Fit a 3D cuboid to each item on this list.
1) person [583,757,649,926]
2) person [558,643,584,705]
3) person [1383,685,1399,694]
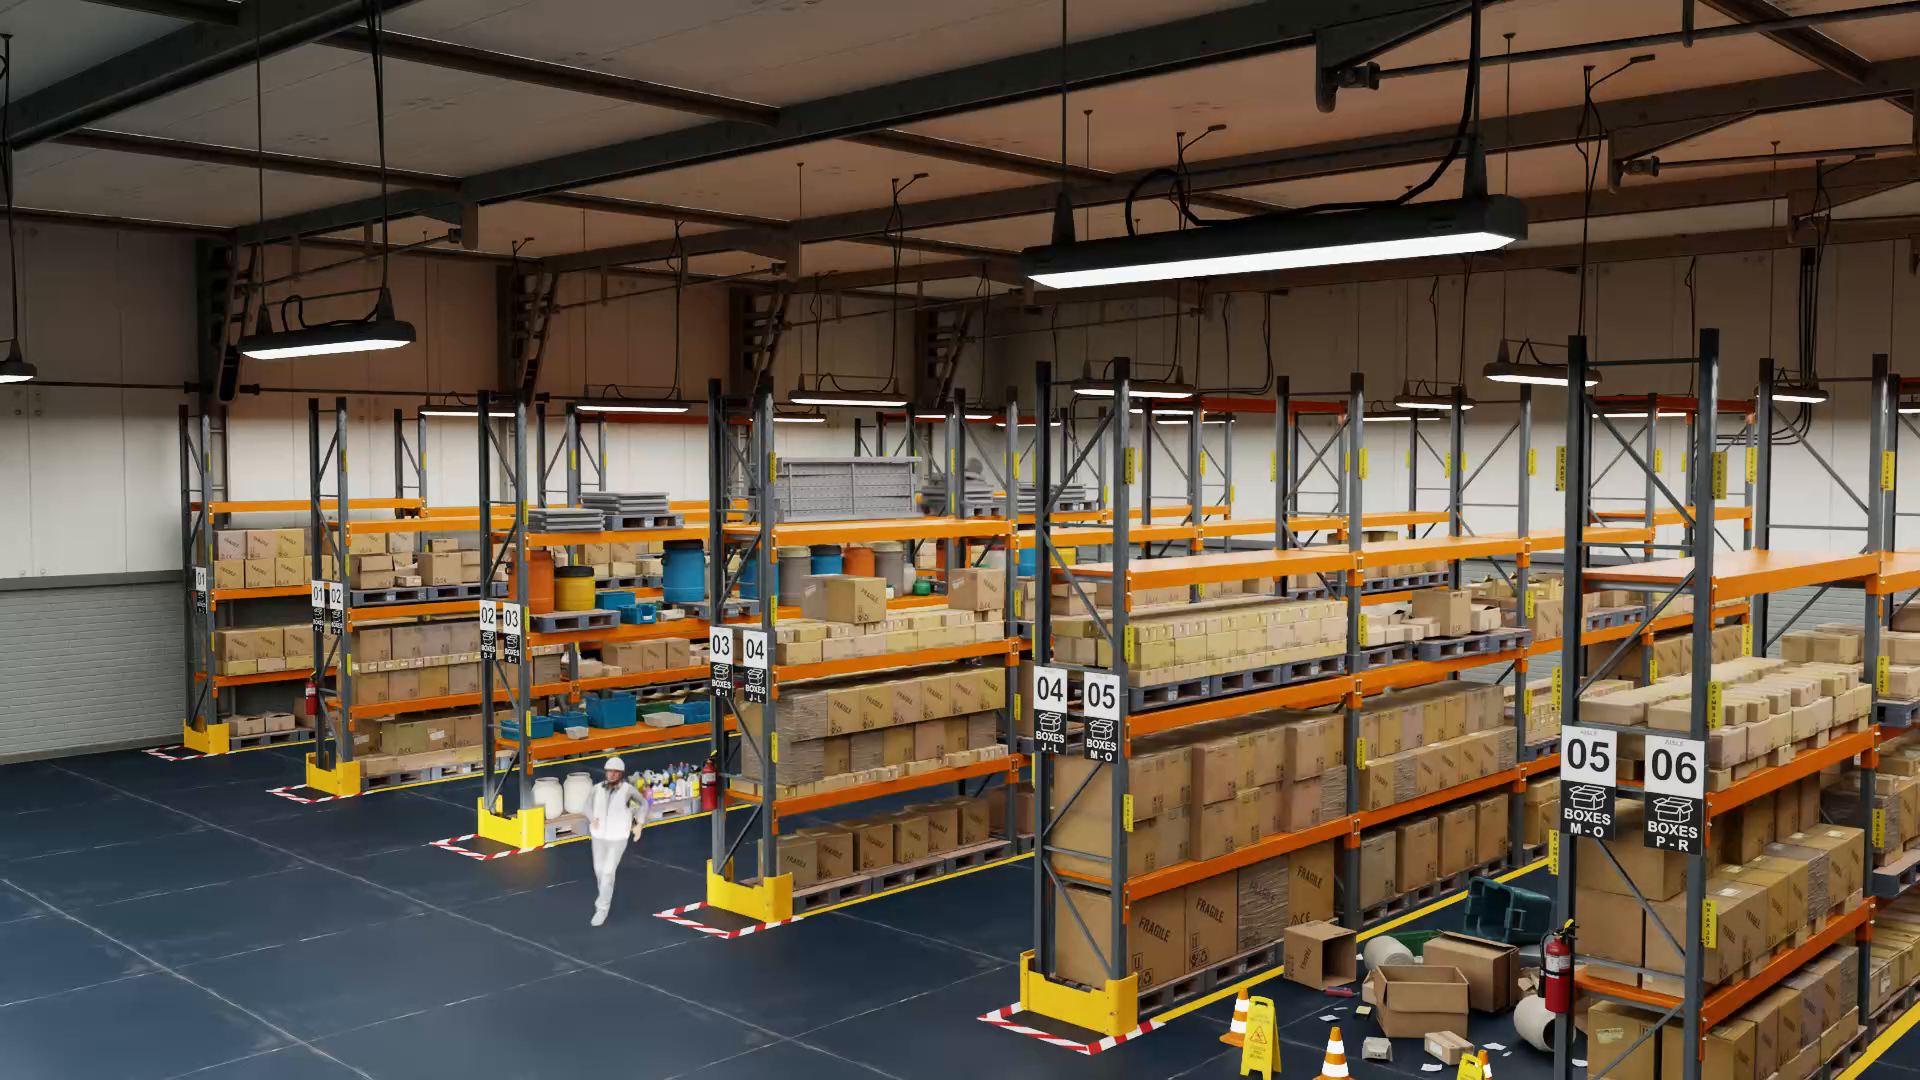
[{"bbox_3d":[-3.848,3.291,18.470,0.702,1.782,0.883,0,3,8],"label":"person"},{"bbox_3d":[-7.355,2.665,31.408,0.587,1.672,0.878,2,3,29],"label":"person"},{"bbox_3d":[6.314,3.018,24.284,0.626,1.846,1.004,2,4,36],"label":"person"}]
